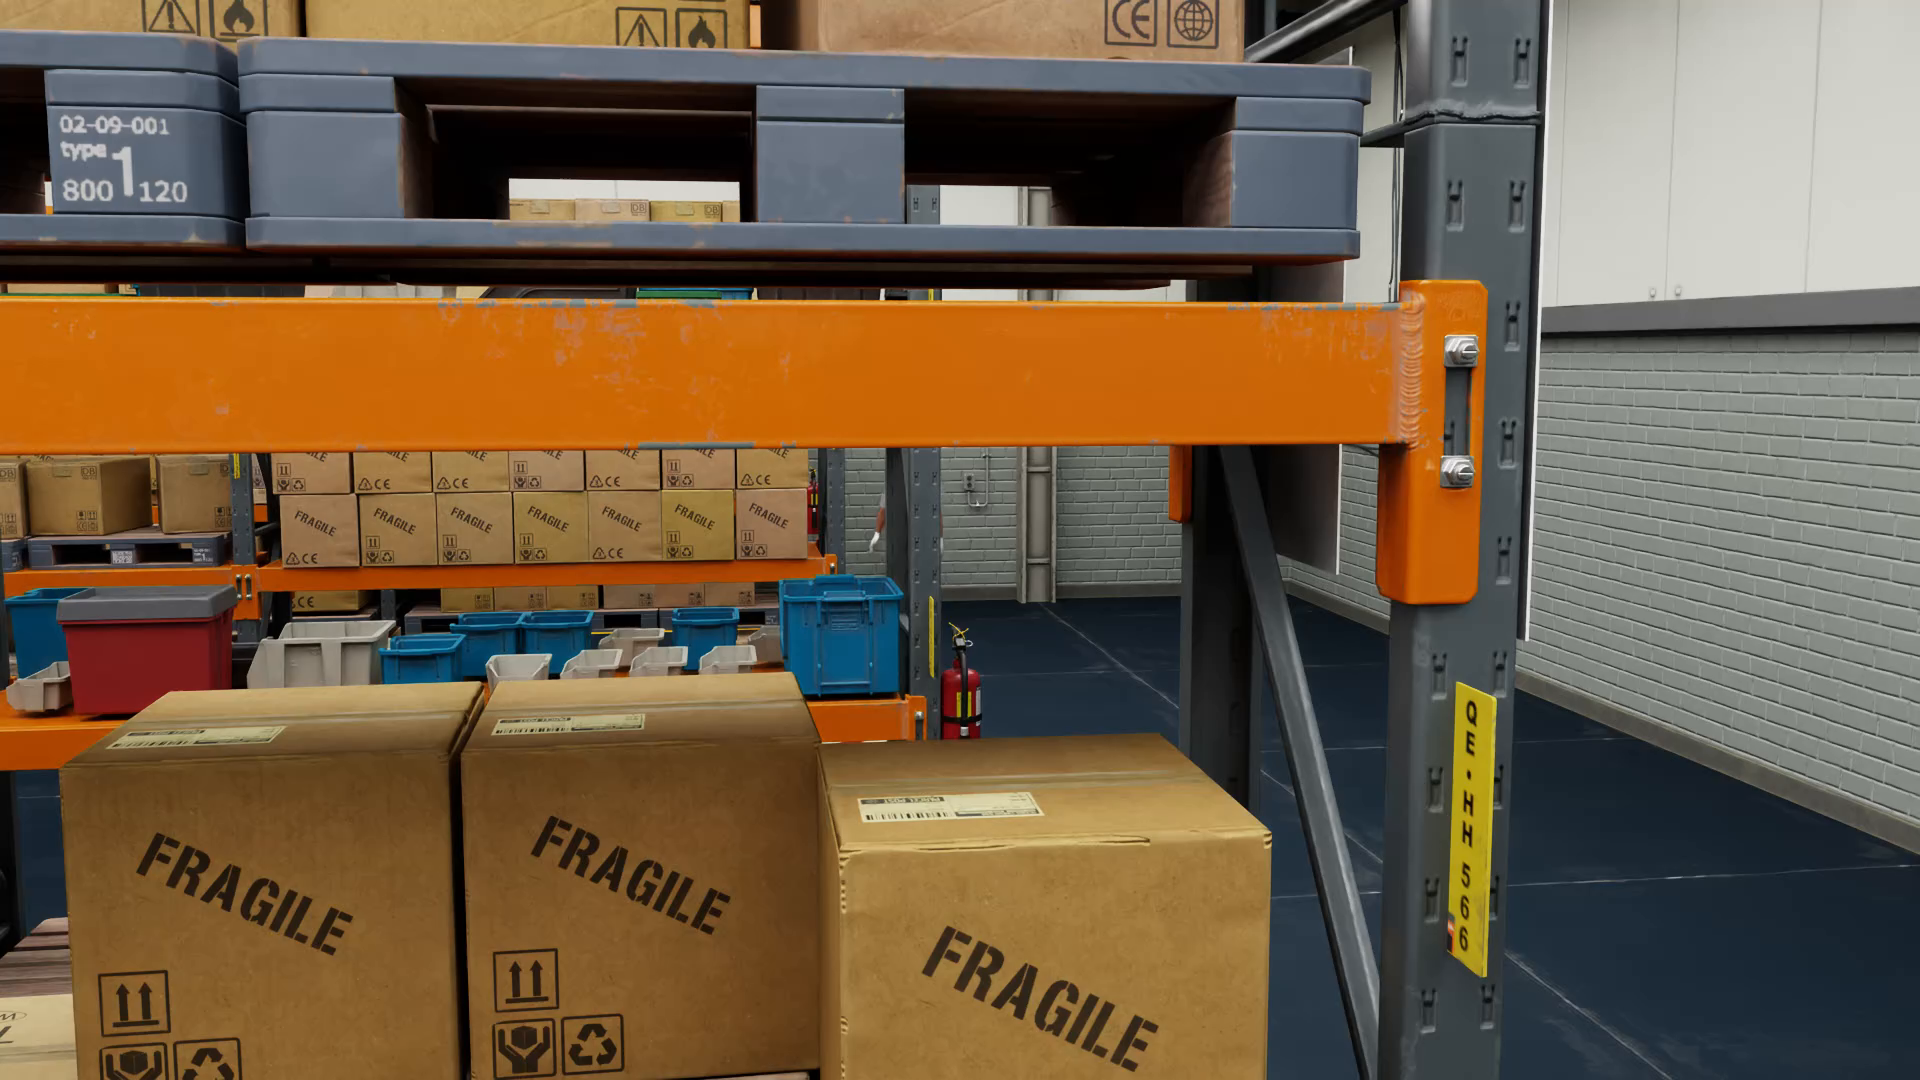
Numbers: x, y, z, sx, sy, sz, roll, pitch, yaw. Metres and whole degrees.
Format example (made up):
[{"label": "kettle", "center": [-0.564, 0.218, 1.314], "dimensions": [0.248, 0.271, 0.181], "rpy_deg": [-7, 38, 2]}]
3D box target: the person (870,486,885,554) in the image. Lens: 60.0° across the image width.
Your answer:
[{"label": "person", "center": [-0.552, -0.003, 16.679], "dimensions": [0.622, 1.754, 0.954], "rpy_deg": [4, 8, 32]}]
